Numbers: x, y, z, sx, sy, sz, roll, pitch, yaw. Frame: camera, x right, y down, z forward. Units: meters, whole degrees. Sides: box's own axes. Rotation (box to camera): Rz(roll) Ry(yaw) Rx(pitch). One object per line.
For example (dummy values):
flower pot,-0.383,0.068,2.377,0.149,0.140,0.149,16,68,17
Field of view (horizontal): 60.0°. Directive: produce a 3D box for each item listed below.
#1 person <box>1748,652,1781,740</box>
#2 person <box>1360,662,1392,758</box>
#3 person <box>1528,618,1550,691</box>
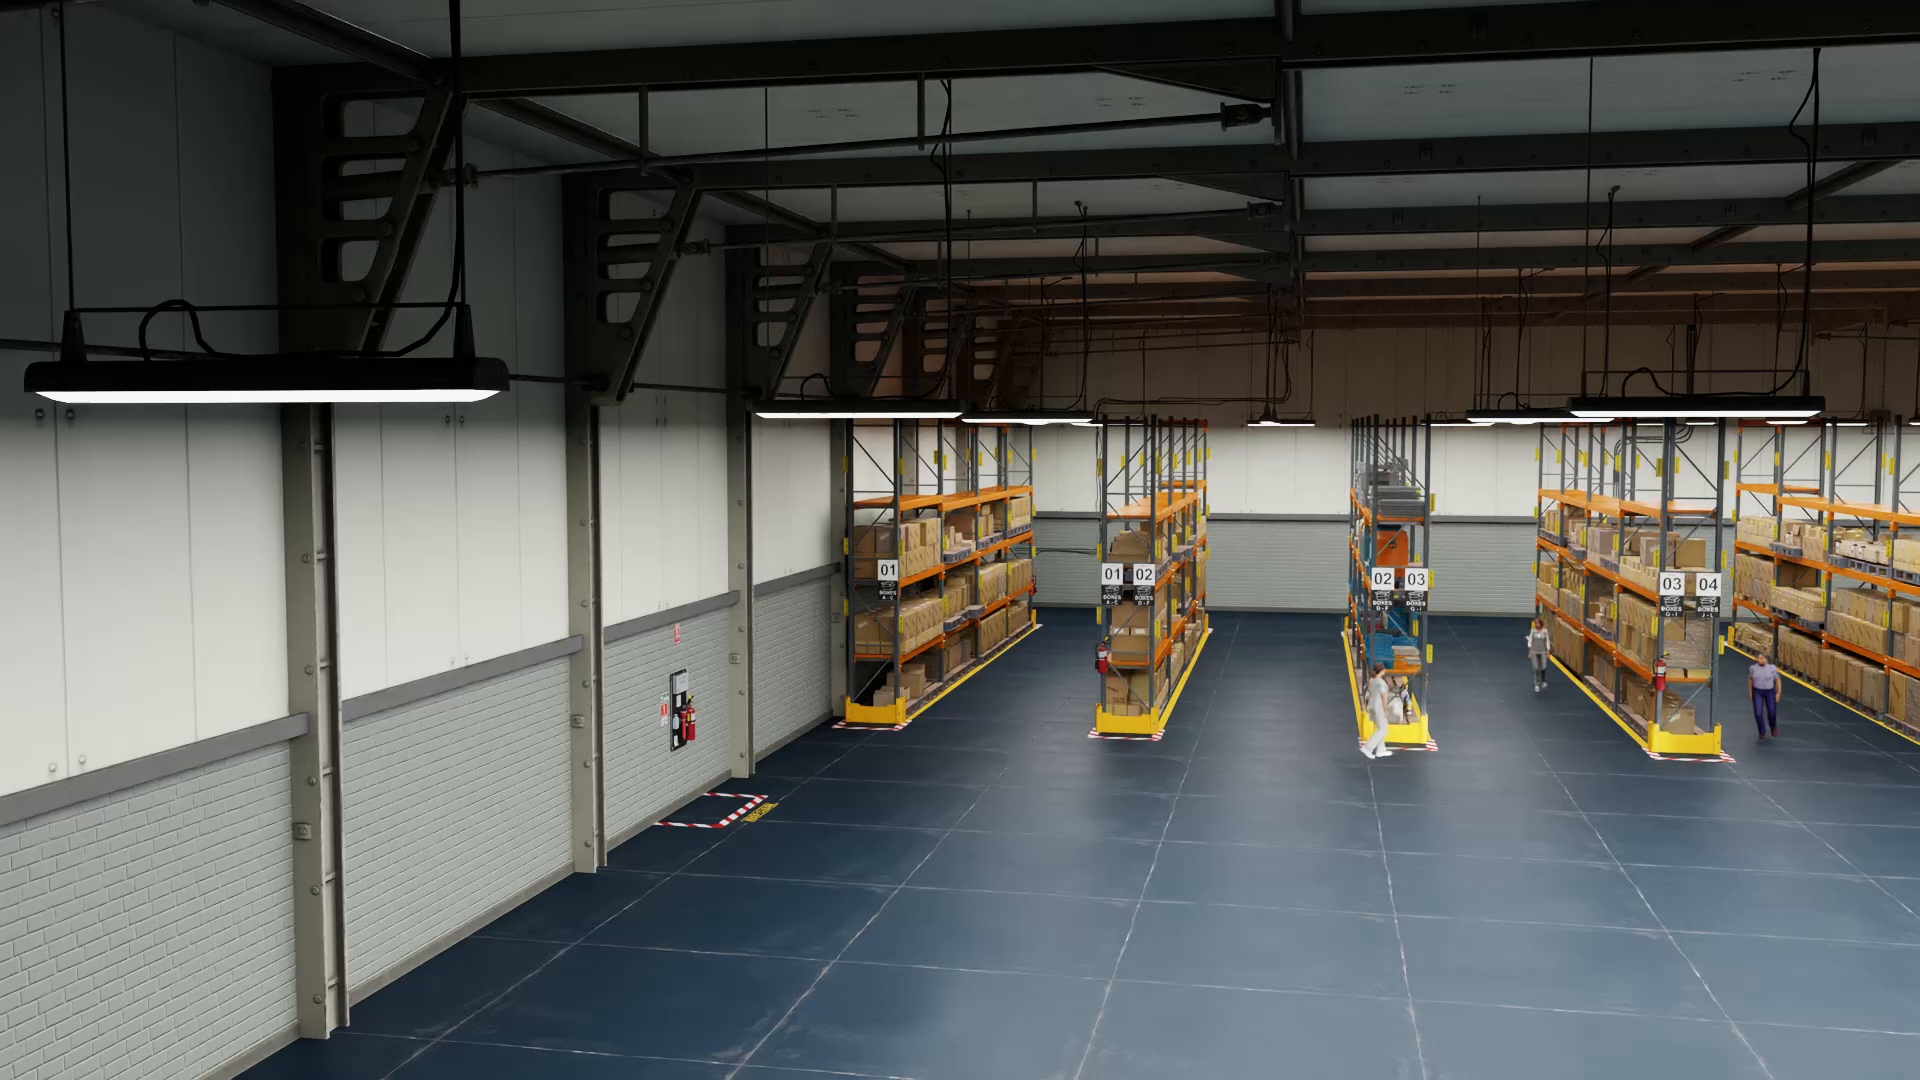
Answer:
person,14.895,2.866,30.797,0.553,1.631,0.484,2,4,31
person,7.266,2.964,28.949,0.713,1.662,0.511,-1,4,-18
person,12.645,2.497,36.305,0.467,1.604,0.408,2,4,23
